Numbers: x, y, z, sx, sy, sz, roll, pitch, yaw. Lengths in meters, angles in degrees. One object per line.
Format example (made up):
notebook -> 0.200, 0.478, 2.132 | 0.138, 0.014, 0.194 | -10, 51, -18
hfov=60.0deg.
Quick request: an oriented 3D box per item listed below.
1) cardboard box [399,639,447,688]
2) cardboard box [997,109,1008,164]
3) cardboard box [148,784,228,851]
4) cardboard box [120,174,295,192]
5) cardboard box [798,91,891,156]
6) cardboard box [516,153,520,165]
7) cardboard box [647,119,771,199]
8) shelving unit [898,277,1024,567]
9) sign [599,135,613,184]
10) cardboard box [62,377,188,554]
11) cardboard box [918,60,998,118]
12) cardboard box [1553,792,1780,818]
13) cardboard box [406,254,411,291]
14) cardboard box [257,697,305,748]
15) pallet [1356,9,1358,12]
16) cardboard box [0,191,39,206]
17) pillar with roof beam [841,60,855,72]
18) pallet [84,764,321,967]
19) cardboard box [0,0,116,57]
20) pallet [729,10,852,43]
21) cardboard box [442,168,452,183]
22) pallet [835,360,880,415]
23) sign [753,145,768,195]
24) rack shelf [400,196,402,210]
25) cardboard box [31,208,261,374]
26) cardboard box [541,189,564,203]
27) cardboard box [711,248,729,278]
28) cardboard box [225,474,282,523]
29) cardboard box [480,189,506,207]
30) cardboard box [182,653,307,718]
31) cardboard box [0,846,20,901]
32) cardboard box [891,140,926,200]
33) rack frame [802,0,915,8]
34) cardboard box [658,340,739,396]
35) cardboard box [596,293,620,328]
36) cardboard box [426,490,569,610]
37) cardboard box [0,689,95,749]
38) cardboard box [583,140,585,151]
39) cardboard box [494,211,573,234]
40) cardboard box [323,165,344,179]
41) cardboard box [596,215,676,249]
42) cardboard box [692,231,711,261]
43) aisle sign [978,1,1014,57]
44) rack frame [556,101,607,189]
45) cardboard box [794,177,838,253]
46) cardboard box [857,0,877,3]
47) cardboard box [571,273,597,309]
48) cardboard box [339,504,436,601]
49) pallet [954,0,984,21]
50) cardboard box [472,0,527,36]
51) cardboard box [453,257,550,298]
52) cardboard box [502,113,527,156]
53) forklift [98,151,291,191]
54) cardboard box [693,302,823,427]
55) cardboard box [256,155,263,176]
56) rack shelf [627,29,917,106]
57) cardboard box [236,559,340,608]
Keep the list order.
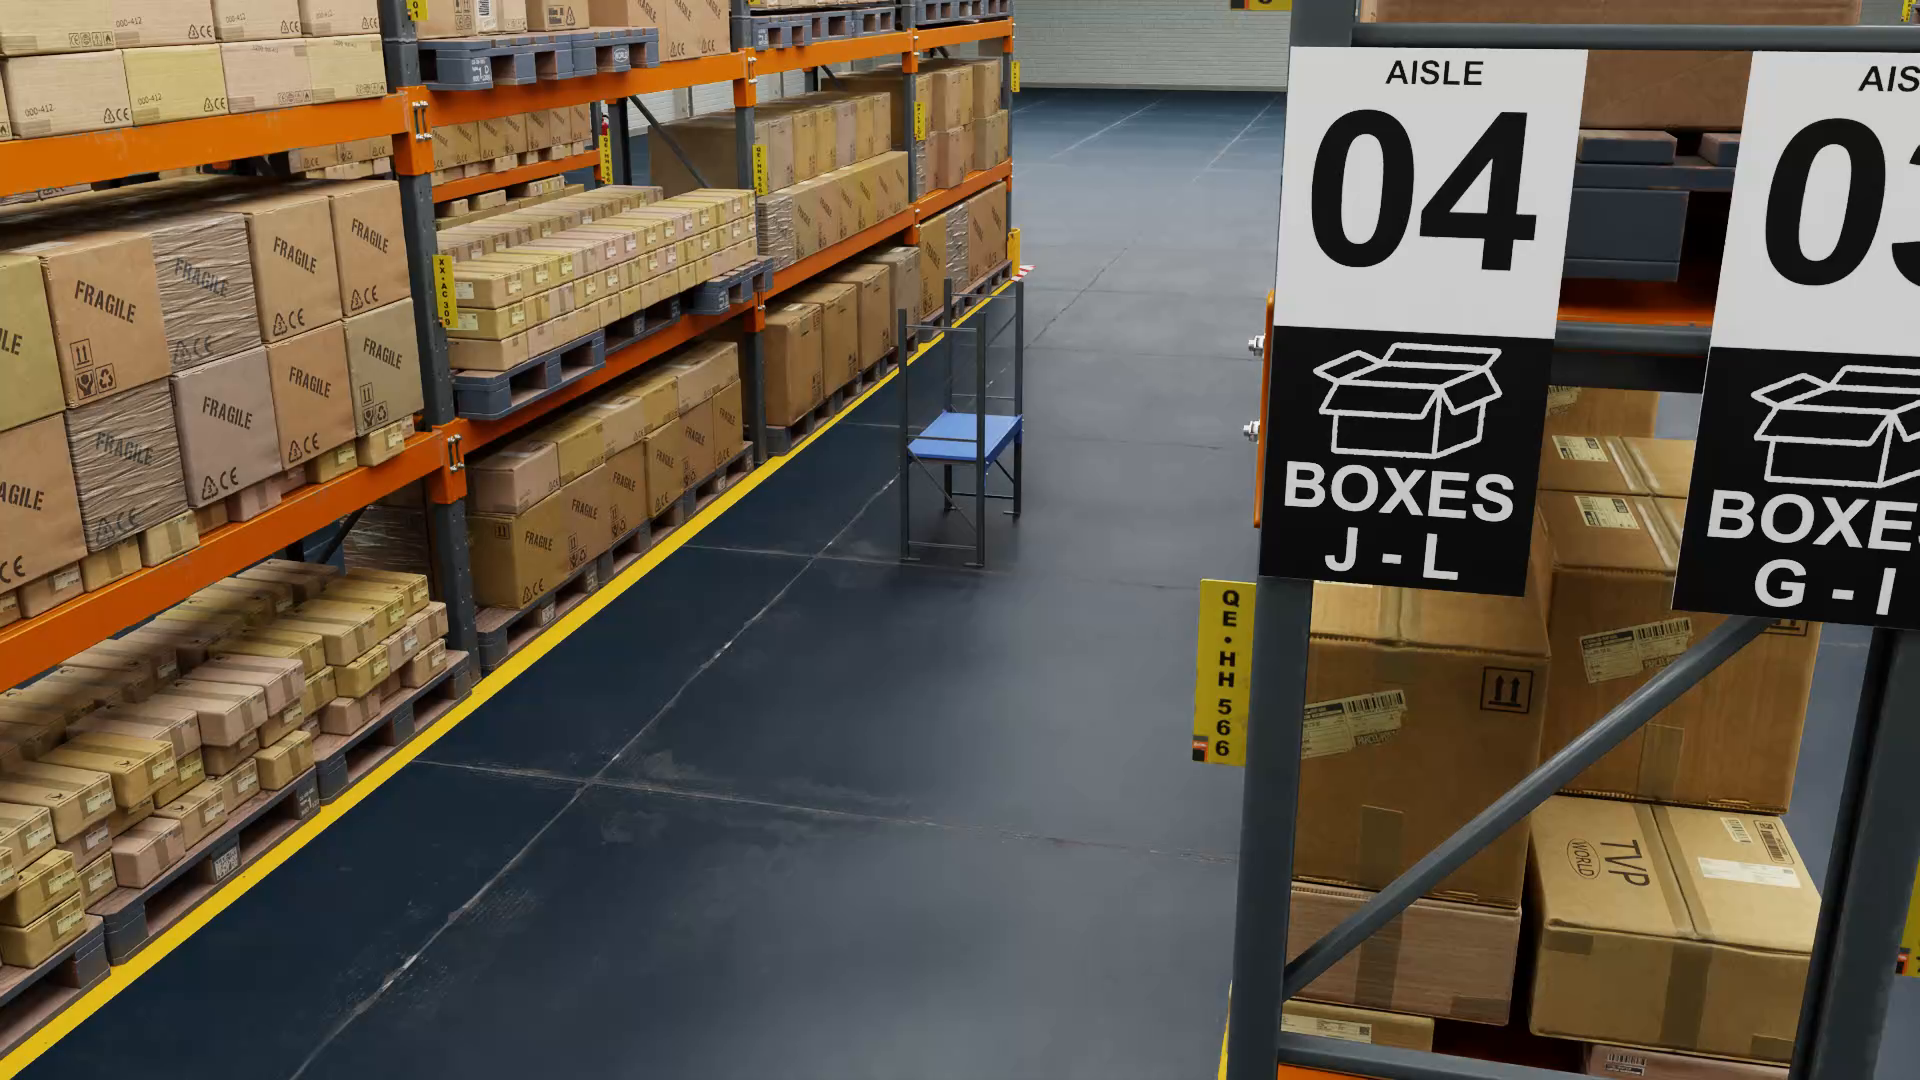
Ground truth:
cardboard box -> -2.610, 0.552, 7.691 | 0.380, 0.149, 0.250 | 5, 19, 14
cardboard box -> 0.040, -4.460, 18.374 | 0.875, 0.550, 0.550 | 5, 19, 13
cardboard box -> -3.019, 1.031, 6.289 | 0.380, 0.149, 0.250 | 5, 19, 13
cardboard box -> -3.191, -1.287, 7.154 | 0.500, 0.500, 0.500 | 5, 20, 15
cardboard box -> -1.006, -3.620, 14.444 | 0.700, 0.500, 0.500 | 4, 19, 12
cardboard box -> -5.014, -4.138, 18.050 | 0.380, 0.149, 0.250 | 5, 19, 13
cardboard box -> -1.748, -2.662, 11.640 | 0.700, 0.500, 0.500 | 5, 19, 13
shelving unit -> 0.021, -0.736, 10.023 | 0.538, 1.500, 1.048 | 5, 19, 13
sign -> -2.407, -2.593, 11.346 | 0.100, 0.325, 0.005 | 5, 19, 13
cardboard box -> -3.088, -0.284, 5.763 | 0.500, 0.500, 0.500 | 4, 19, 12
cardboard box -> -0.086, -4.798, 17.692 | 0.875, 0.550, 0.550 | 5, 19, 13
cardboard box -> 1.462, 0.567, 3.660 | 0.500, 0.250, 0.500 | 4, 19, 13
cardboard box -> -2.871, -1.335, 8.274 | 0.380, 0.149, 0.250 | 4, 19, 12
cardboard box -> -2.916, 0.709, 6.772 | 0.380, 0.149, 0.250 | 5, 20, 15
pallet -> 3.641, -3.978, 12.842 | 1.213, 0.211, 1.003 | 5, 19, 13
cardboard box -> -6.682, -2.537, 11.274 | 0.500, 0.500, 0.500 | 5, 19, 14
pillar with roof beam -> 0.908, -17.014, 46.078 | 9.100, 9.000, 0.400 | 5, 19, 13
pallet -> -3.271, 1.168, 6.440 | 1.003, 0.211, 1.213 | 5, 19, 13
cardboard box -> -3.079, -1.676, 5.273 | 0.500, 0.250, 0.500 | 4, 19, 11
pallet -> -1.491, -3.889, 12.583 | 1.003, 0.211, 1.213 | 6, 20, 16
cardboard box -> -5.316, -3.653, 16.629 | 0.380, 0.149, 0.250 | 5, 20, 15
pallet -> -1.302, -1.305, 13.681 | 1.003, 0.211, 1.213 | 5, 19, 13
sign -> -1.339, -2.472, 11.117 | 0.100, 0.325, 0.005 | 5, 19, 13
rack shelf -> -6.204, -2.648, 14.411 | 1.077, 0.370, 4.000 | 5, 19, 13
cardboard box -> -2.957, -0.919, 6.075 | 0.500, 0.500, 0.500 | 5, 20, 15
cardboard box -> -4.805, -3.685, 18.781 | 0.500, 0.500, 0.500 | 5, 20, 15
cardboard box -> -1.667, -1.732, 10.358 | 0.380, 0.149, 0.250 | 5, 19, 14
cardboard box -> -2.892, -0.186, 6.481 | 0.380, 0.149, 0.250 | 4, 19, 11
cardboard box -> -5.034, -3.618, 17.580 | 0.380, 0.149, 0.250 | 6, 20, 17
cardboard box -> -2.873, 0.582, 6.684 | 0.380, 0.149, 0.250 | 4, 19, 11
cardboard box -> -3.228, 1.072, 5.248 | 0.380, 0.149, 0.250 | 5, 19, 13
cardboard box -> -0.812, -3.443, 15.395 | 0.875, 0.550, 0.550 | 5, 19, 13
rack frame -> -0.890, -6.095, 14.109 | 1.000, 3.000, 0.127 | 5, 19, 13
cardboard box -> -1.780, -1.137, 10.934 | 0.500, 0.250, 0.500 | 4, 19, 12
cardboard box -> -2.052, -1.239, 8.913 | 0.380, 0.149, 0.250 | 4, 19, 11
cardboard box -> -2.407, 0.025, 8.690 | 0.500, 0.500, 0.500 | 5, 20, 16
cardboard box -> -3.537, 0.700, 6.338 | 0.380, 0.149, 0.250 | 5, 19, 14
cardboard box -> -4.622, -4.616, 19.449 | 0.380, 0.149, 0.250 | 5, 20, 15
cardboard box -> -2.488, -1.822, 9.699 | 0.380, 0.149, 0.250 | 5, 20, 15
cardboard box -> -5.742, -3.267, 14.849 | 0.380, 0.149, 0.250 | 5, 19, 14
cardboard box -> -1.861, -1.768, 9.542 | 0.380, 0.149, 0.250 | 6, 20, 16
cardboard box -> -1.734, -1.787, 10.057 | 0.380, 0.149, 0.250 | 5, 19, 14
aisle sign -> 0.395, -5.738, 18.324 | 0.394, 0.787, 0.004 | 5, 19, 13
rack frame -> -4.738, -4.869, 19.801 | 1.000, 3.000, 0.127 | 5, 19, 13
cardboard box -> -1.251, -2.486, 12.671 | 0.500, 0.500, 0.500 | 5, 19, 13
cardboard box -> -0.979, -4.446, 13.350 | 0.500, 0.250, 0.500 | 4, 19, 13
cardboard box -> -2.116, -1.300, 8.631 | 0.380, 0.149, 0.250 | 4, 19, 11
cardboard box -> -2.908, -0.016, 8.811 | 0.500, 0.500, 0.500 | 4, 19, 12
pallet -> -0.380, -5.270, 16.472 | 1.003, 0.211, 1.213 | 5, 19, 13
cardboard box -> -2.426, -2.583, 7.958 | 0.500, 0.311, 0.500 | 4, 19, 13
cardboard box -> -2.241, -1.285, 8.126 | 0.380, 0.149, 0.250 | 5, 20, 15
cardboard box -> -4.998, -4.394, 17.797 | 0.500, 0.500, 0.500 | 5, 19, 14
forklift -> -4.505, -1.677, 10.563 | 1.130, 2.935, 3.031 | 5, 19, 14
cardboard box -> -1.632, -1.320, 12.241 | 1.050, 0.750, 0.750 | 4, 19, 13
cardboard box -> -6.114, -3.202, 13.655 | 0.500, 0.500, 0.500 | 5, 19, 14
rack shelf -> -1.379, -3.708, 12.874 | 1.077, 0.370, 4.000 | 5, 19, 13
cardboard box -> -3.130, 0.212, 7.766 | 0.380, 0.149, 0.250 | 5, 20, 16
